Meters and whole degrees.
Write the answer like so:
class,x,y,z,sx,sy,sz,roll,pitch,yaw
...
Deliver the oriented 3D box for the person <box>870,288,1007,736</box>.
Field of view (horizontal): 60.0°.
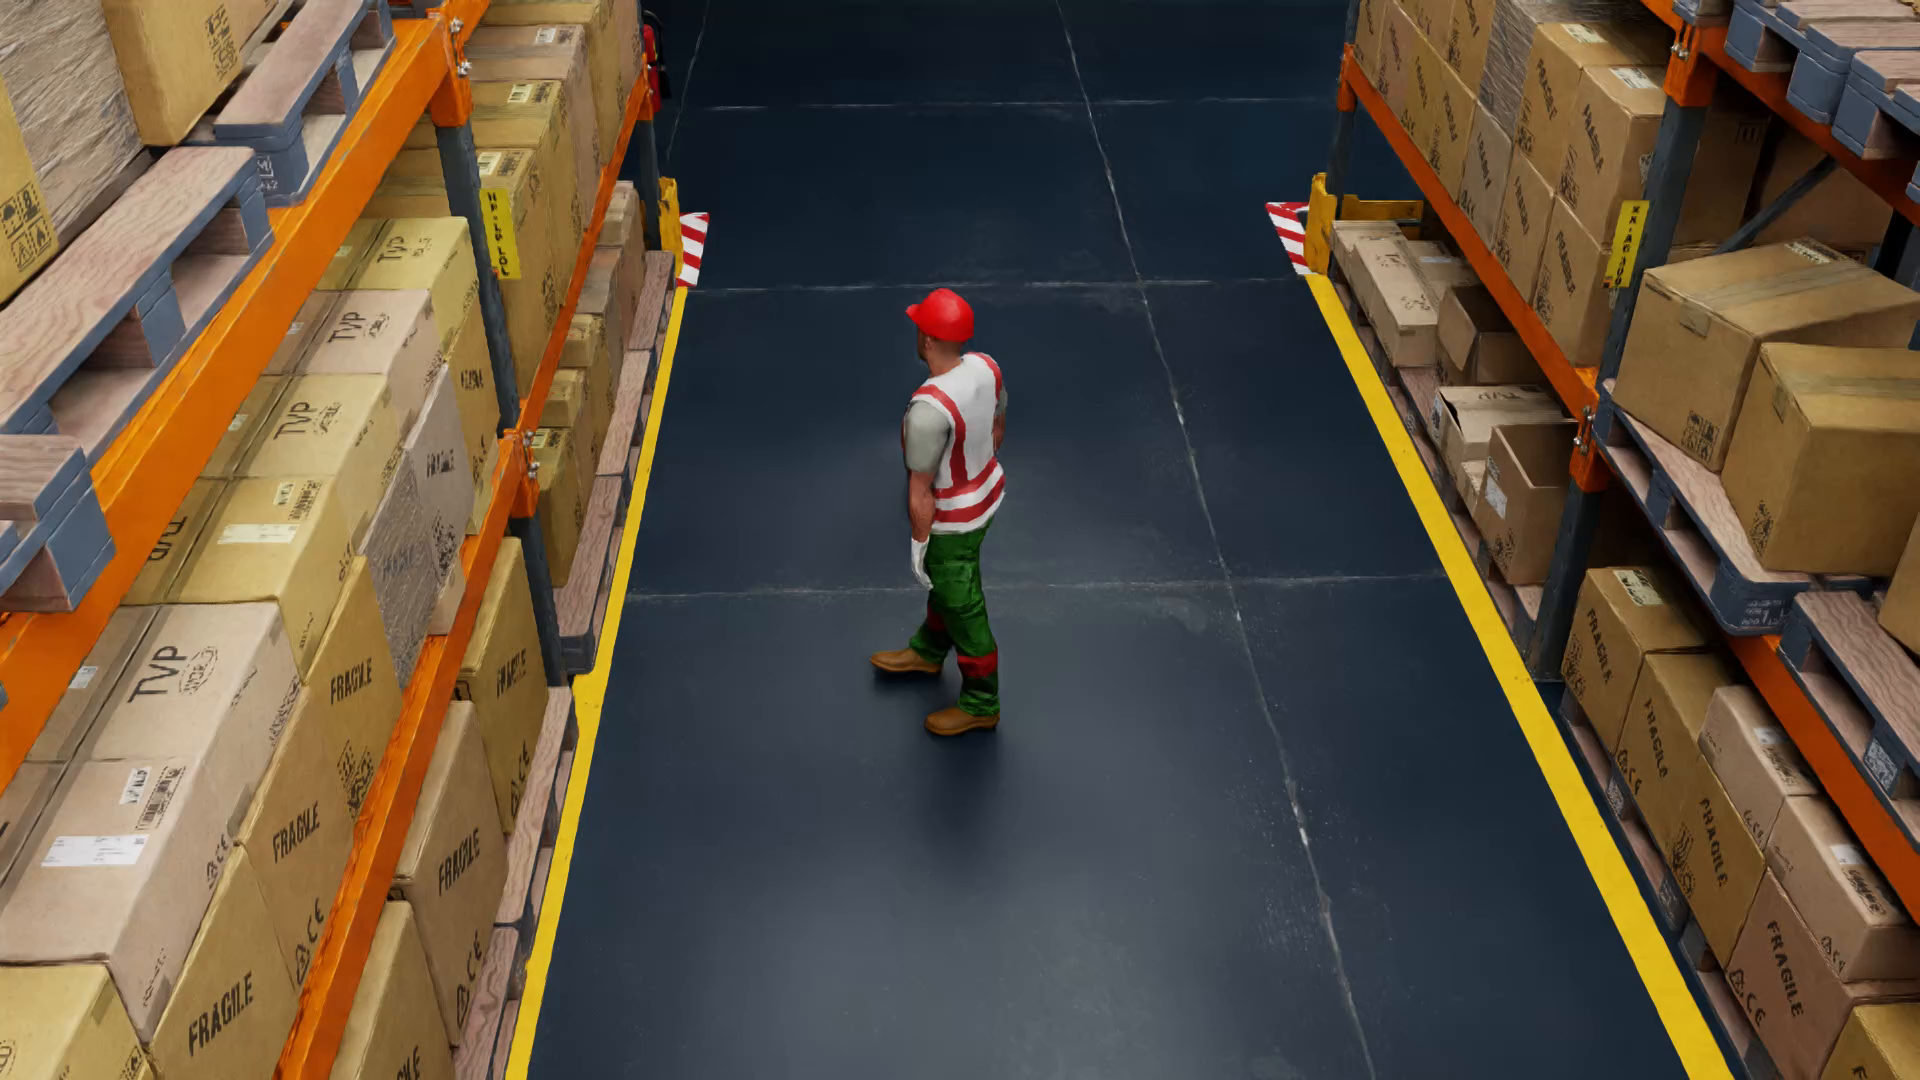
class,x,y,z,sx,sy,sz,roll,pitch,yaw
person,-0.075,-0.130,6.298,0.618,1.785,0.684,15,37,20
